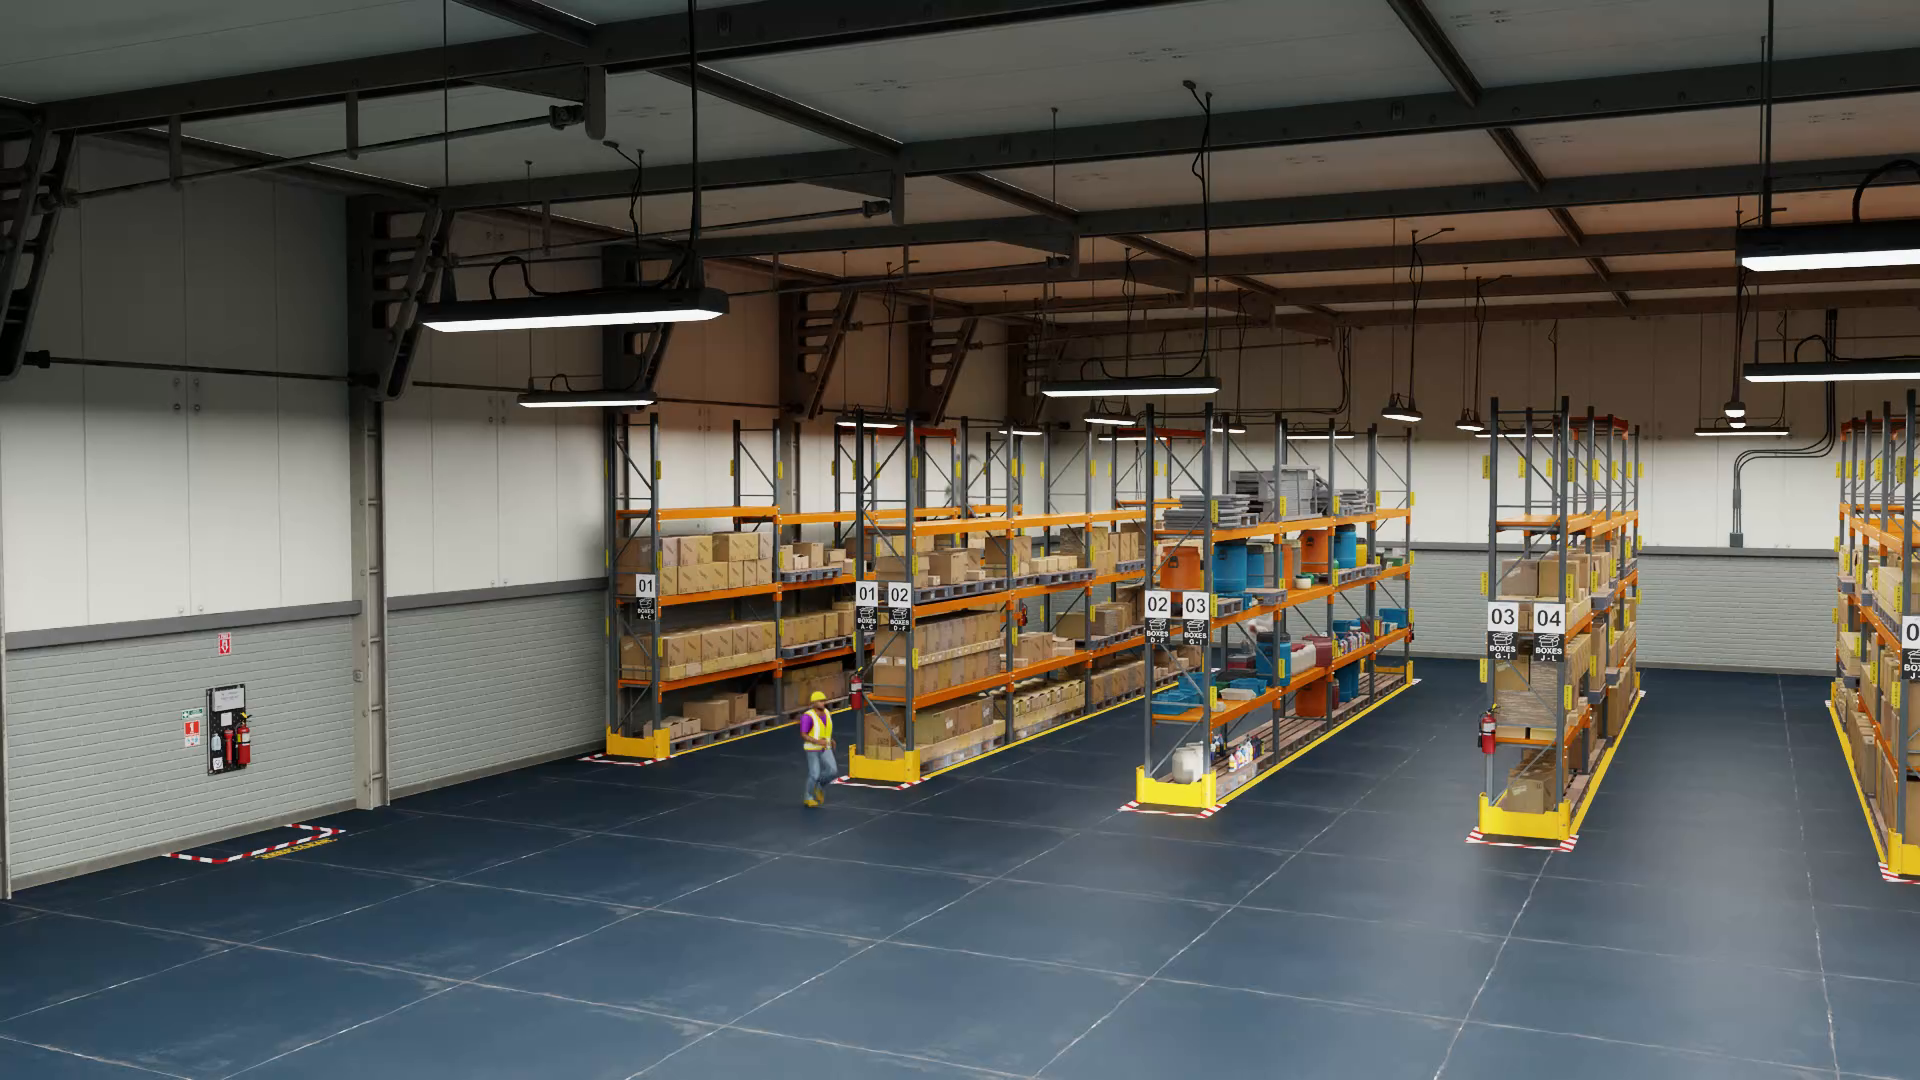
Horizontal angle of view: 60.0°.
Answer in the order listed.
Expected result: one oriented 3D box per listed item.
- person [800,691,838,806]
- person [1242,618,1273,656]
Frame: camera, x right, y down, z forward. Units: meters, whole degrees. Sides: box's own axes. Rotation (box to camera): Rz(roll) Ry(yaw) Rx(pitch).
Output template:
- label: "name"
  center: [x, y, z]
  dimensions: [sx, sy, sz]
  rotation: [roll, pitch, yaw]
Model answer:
- label: "person"
  center: [-2.064, 3.091, 24.611]
  dimensions: [0.682, 1.716, 0.700]
  rotation: [-2, 3, -43]
- label: "person"
  center: [6.849, 2.583, 38.244]
  dimensions: [0.701, 1.599, 0.909]
  rotation: [1, 3, 31]
